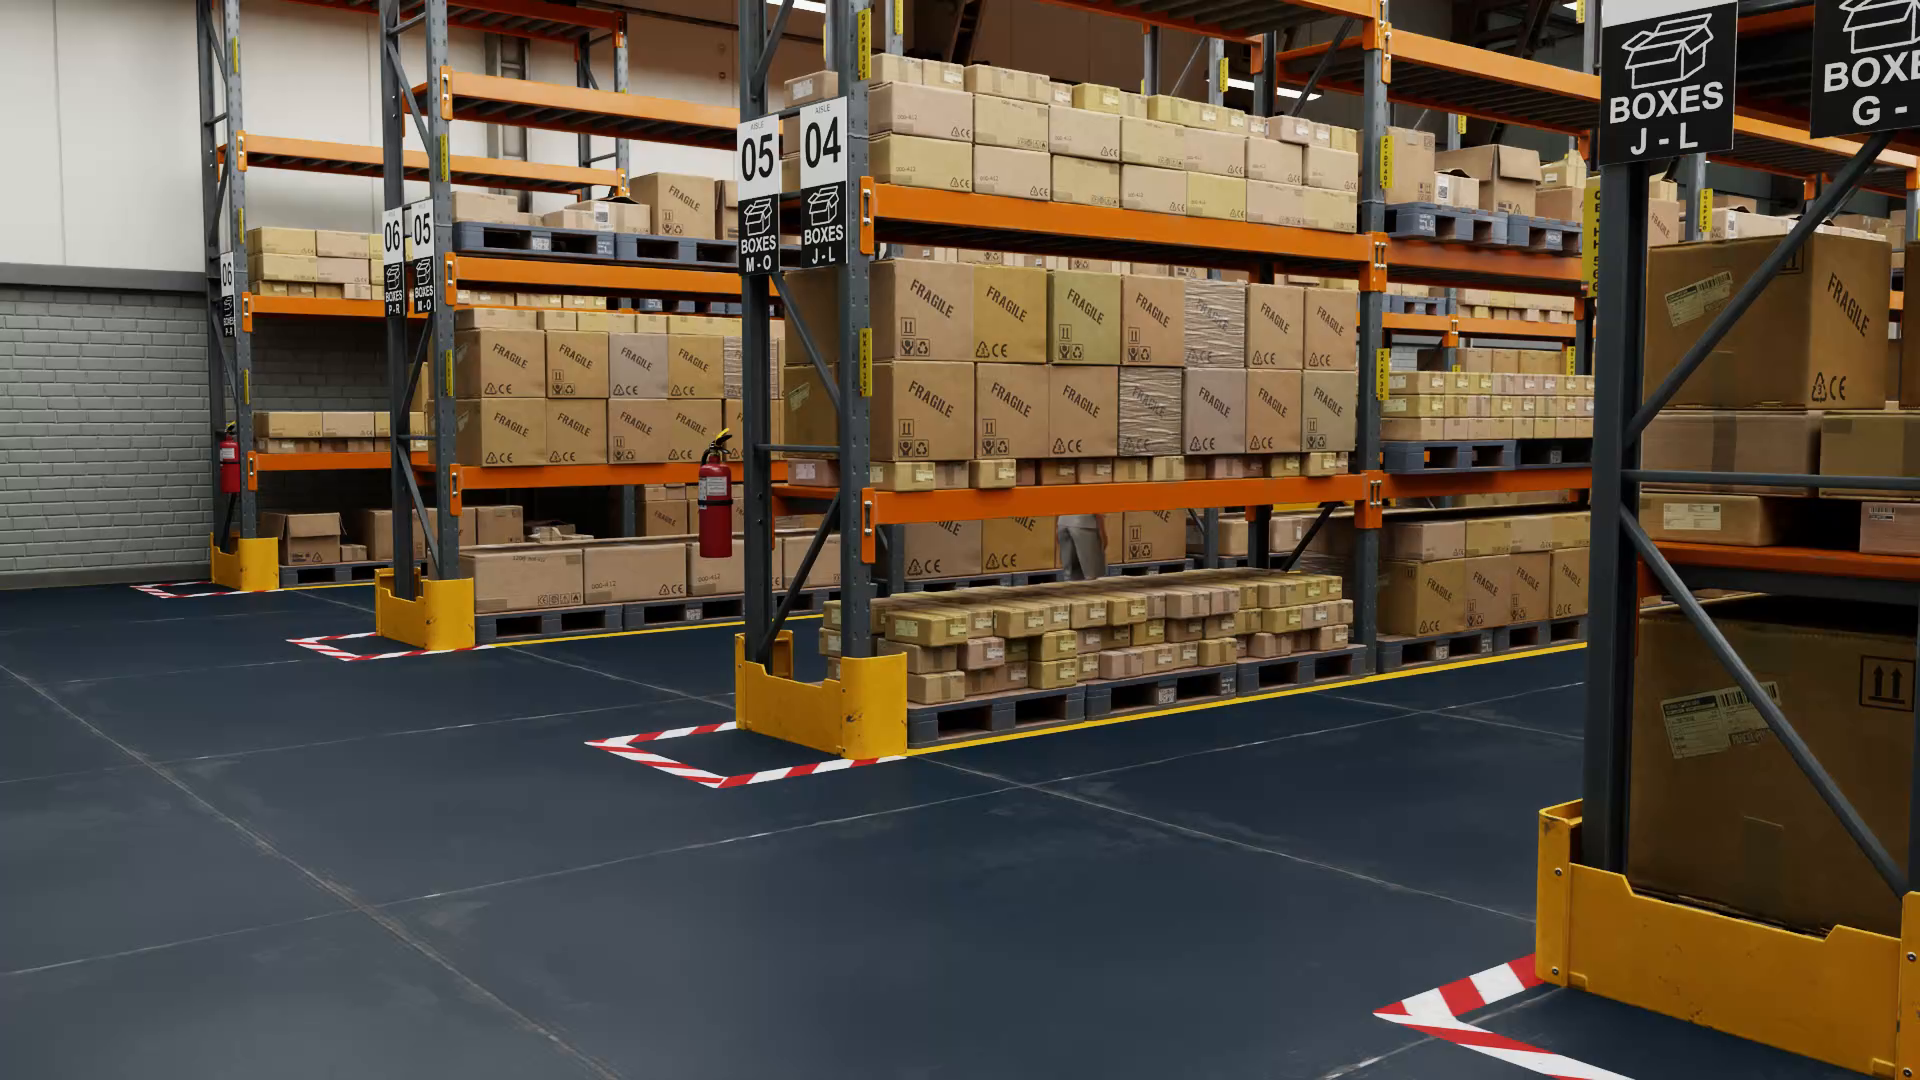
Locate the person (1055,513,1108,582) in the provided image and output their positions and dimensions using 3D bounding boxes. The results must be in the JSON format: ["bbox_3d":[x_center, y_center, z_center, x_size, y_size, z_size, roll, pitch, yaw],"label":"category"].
[{"bbox_3d":[0.841,-0.055,11.757,0.441,1.668,0.470,-3,5,-33],"label":"person"}]
